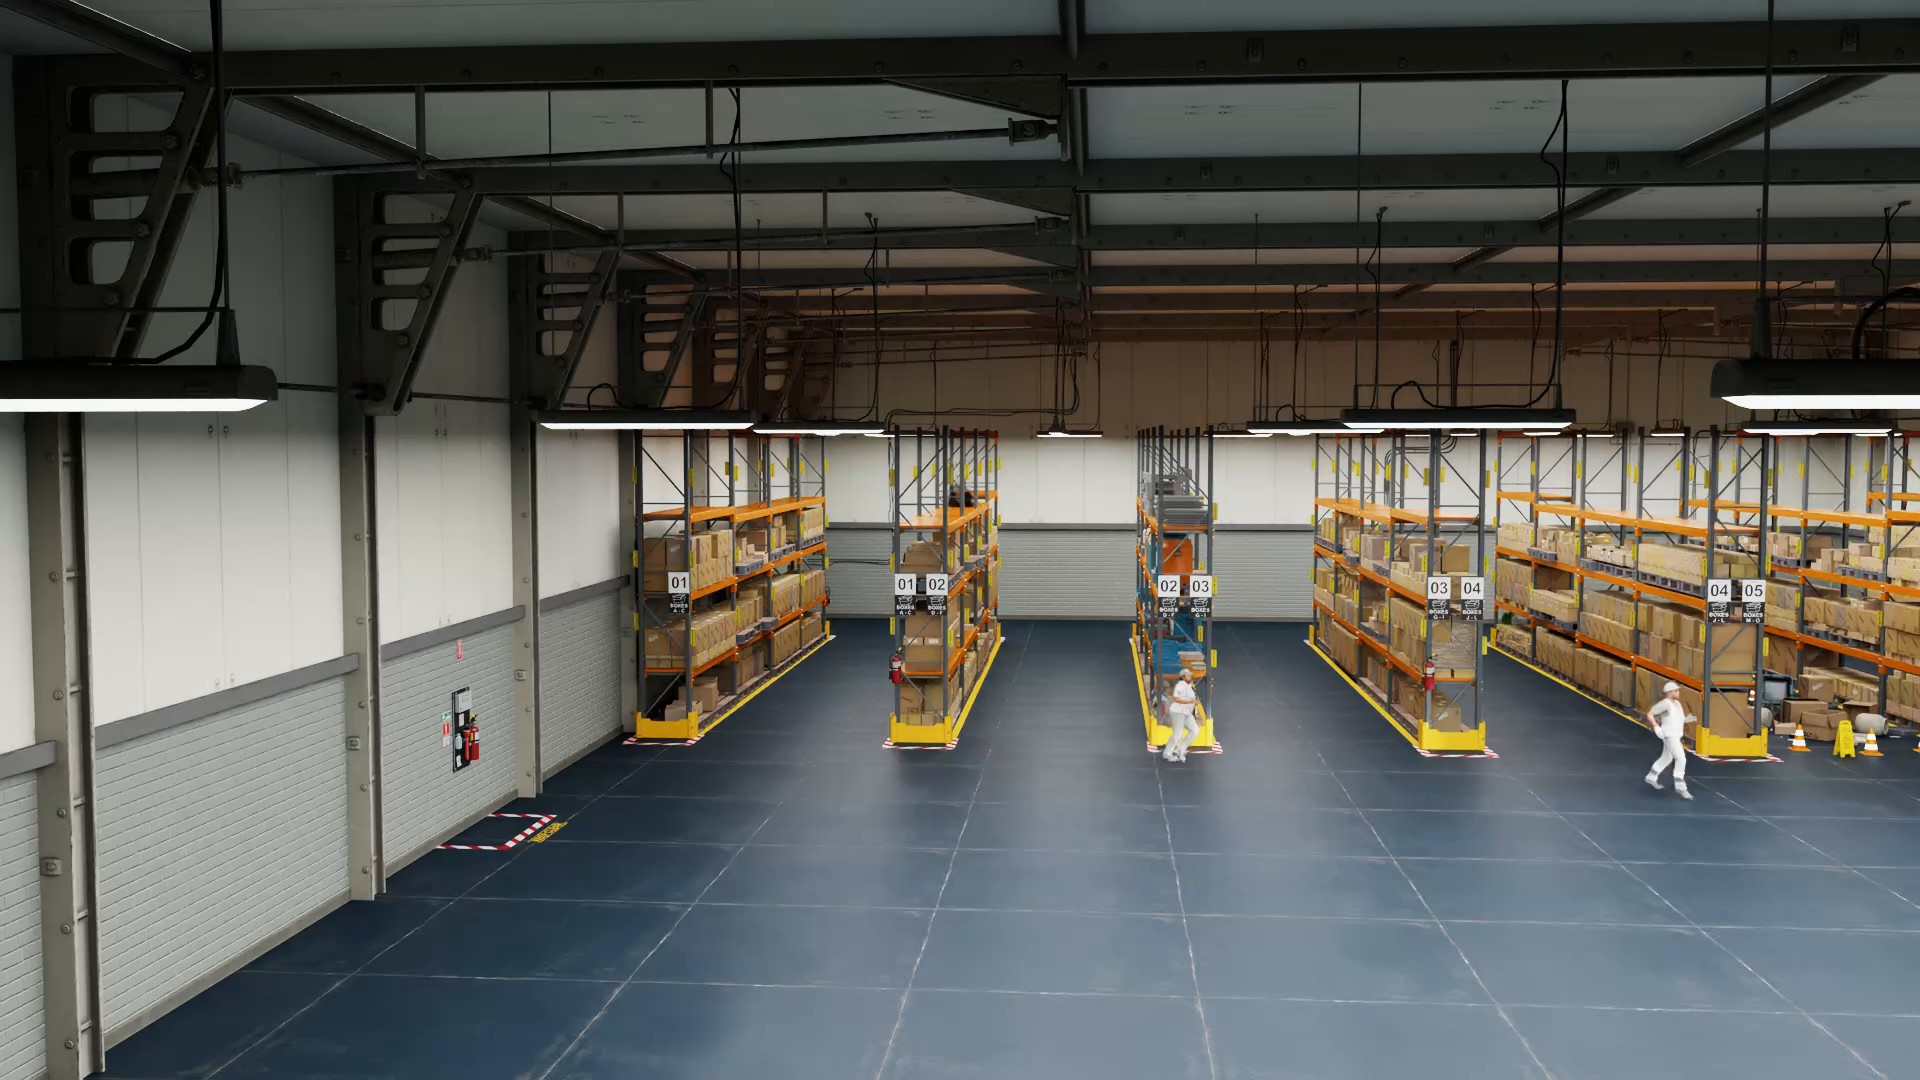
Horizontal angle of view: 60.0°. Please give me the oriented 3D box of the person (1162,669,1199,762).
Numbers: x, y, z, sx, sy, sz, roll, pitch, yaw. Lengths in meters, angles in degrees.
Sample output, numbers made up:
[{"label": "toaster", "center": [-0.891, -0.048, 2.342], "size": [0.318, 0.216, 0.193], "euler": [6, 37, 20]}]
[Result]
[{"label": "person", "center": [4.005, 3.132, 29.670], "size": [0.660, 1.675, 0.608], "euler": [3, 4, 37]}]

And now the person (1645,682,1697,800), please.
[{"label": "person", "center": [11.447, 3.203, 26.774], "size": [0.816, 1.834, 0.654], "euler": [3, 5, 44]}]

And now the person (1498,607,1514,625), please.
[{"label": "person", "center": [15.715, 2.027, 47.493], "size": [0.767, 1.719, 0.743], "euler": [2, 4, 33]}]
